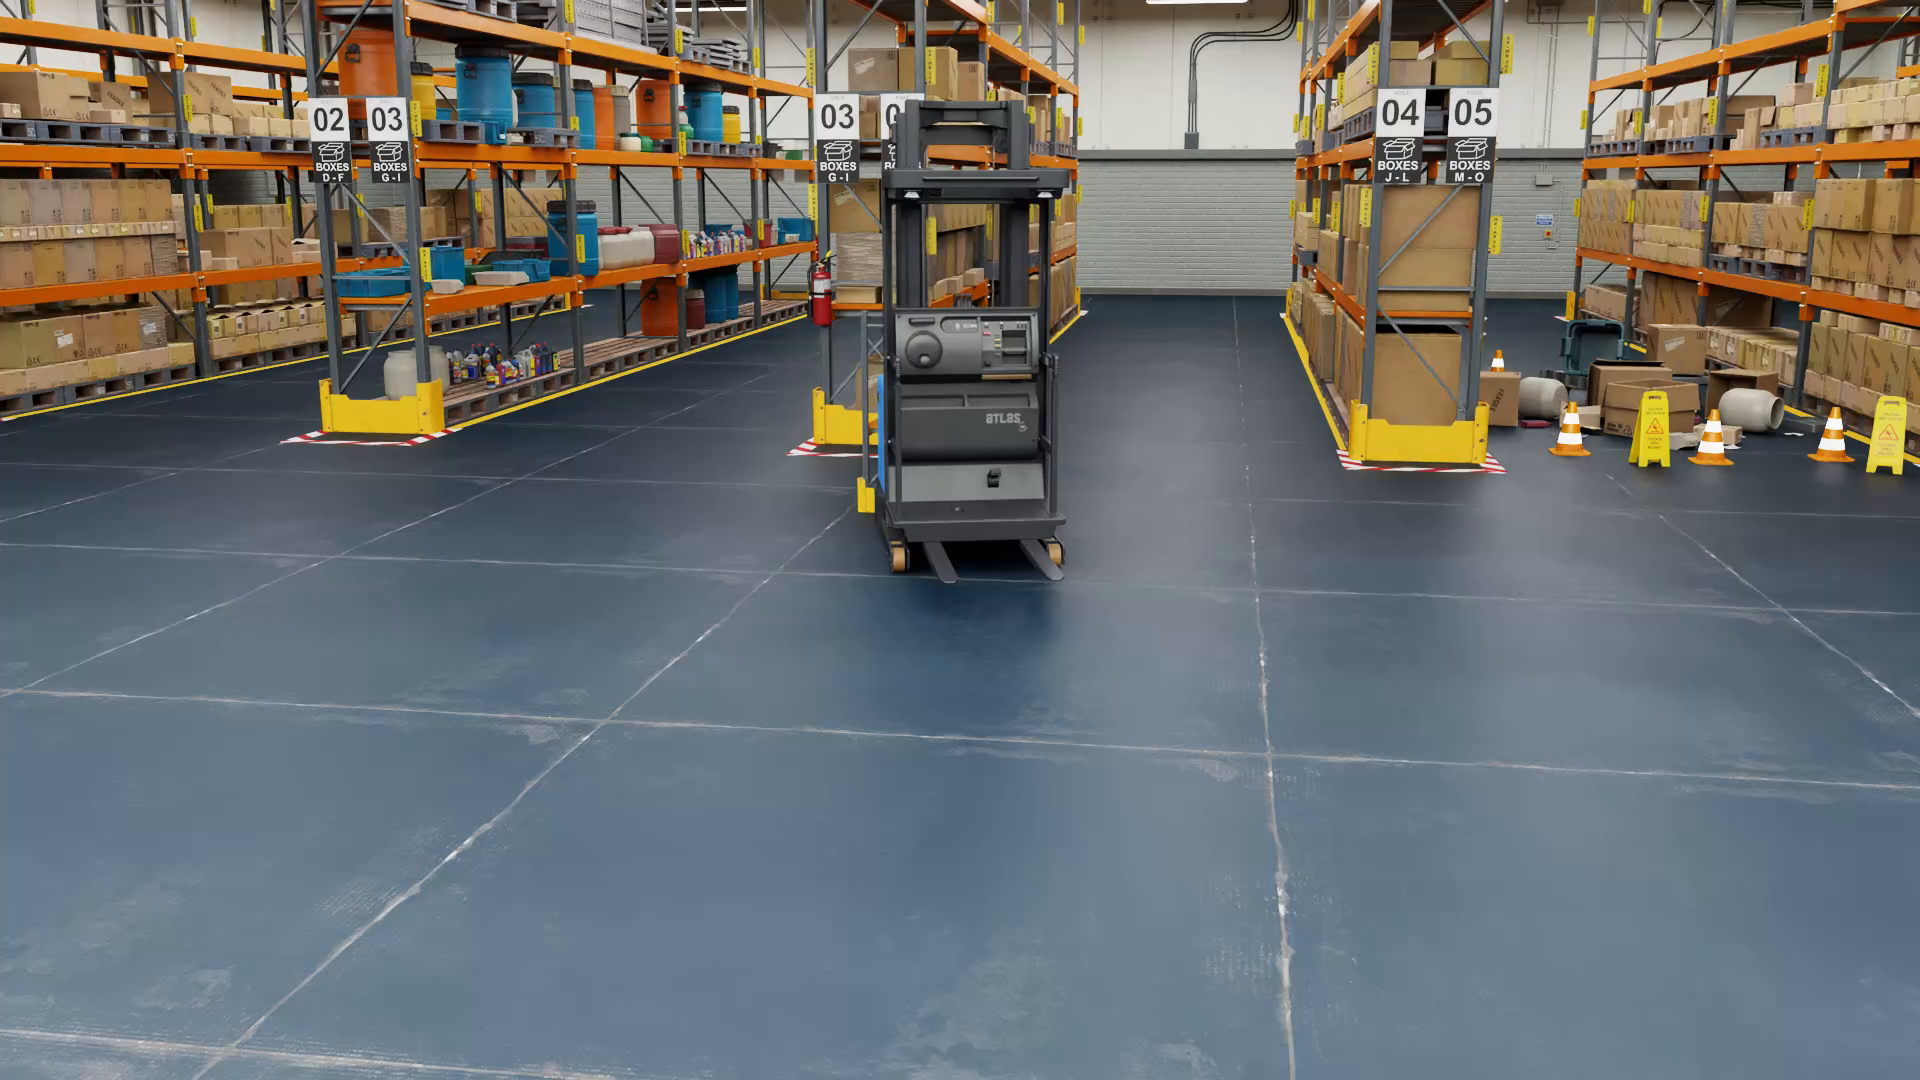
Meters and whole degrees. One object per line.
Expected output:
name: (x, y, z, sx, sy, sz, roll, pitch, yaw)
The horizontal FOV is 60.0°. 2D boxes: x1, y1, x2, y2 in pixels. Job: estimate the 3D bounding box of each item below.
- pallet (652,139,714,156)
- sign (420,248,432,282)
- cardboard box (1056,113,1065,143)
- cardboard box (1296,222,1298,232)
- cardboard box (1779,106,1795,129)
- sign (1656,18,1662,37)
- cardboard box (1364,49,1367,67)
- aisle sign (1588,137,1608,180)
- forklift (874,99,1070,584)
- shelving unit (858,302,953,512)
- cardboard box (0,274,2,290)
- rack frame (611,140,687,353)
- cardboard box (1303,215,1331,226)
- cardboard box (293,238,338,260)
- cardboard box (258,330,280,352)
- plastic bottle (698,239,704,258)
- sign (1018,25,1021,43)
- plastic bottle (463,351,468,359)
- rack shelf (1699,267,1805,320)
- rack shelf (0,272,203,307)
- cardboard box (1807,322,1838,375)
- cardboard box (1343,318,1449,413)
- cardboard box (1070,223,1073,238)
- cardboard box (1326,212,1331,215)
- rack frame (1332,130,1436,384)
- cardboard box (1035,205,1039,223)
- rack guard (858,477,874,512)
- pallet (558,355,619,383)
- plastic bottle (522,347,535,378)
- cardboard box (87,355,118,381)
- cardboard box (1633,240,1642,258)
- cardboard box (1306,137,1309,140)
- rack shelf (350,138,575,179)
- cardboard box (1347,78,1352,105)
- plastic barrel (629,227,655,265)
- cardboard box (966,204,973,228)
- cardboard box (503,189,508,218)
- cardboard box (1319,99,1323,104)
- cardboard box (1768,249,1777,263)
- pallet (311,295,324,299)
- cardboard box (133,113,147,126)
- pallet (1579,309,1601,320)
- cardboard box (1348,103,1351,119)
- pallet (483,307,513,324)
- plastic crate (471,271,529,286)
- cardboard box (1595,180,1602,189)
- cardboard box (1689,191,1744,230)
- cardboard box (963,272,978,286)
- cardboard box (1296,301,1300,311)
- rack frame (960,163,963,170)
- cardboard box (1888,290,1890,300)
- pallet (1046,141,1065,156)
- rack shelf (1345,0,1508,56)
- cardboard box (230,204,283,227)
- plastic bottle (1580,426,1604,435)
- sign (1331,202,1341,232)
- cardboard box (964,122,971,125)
pallet: (-4.254, -5.735, 24.315, 1.003, 0.211, 1.213, 2, 12, 9)
sign: (-5.156, -2.657, 16.043, 0.100, 0.325, 0.005, 2, 12, 9)
cardboard box: (1.409, -7.028, 28.392, 0.700, 0.500, 0.500, 2, 12, 11)
cardboard box: (5.373, -4.803, 25.552, 0.380, 0.149, 0.250, 2, 12, 8)
cardboard box: (9.711, -4.827, 19.011, 0.500, 0.250, 0.500, 2, 12, 9)
sign: (11.982, -8.797, 28.546, 0.100, 0.325, 0.005, 2, 12, 9)
cardboard box: (3.915, -4.426, 15.258, 0.380, 0.149, 0.250, 2, 12, 10)
aisle sign: (11.172, -6.684, 29.219, 0.394, 0.787, 0.004, 2, 12, 9)
forklift: (0.073, -1.301, 10.574, 1.130, 2.935, 3.031, -1, 12, -6)
shelving unit: (-0.367, -1.043, 12.775, 0.587, 1.500, 1.083, 3, 12, 12)
cardboard box: (-10.508, -2.847, 17.346, 0.700, 0.500, 0.500, 2, 12, 9)
rack frame: (-4.469, -4.205, 23.887, 1.000, 3.000, 0.127, 2, 12, 9)
cardboard box: (5.052, -4.516, 23.515, 0.380, 0.149, 0.250, 2, 12, 10)
cardboard box: (-9.462, -4.249, 24.300, 0.500, 0.311, 0.500, 3, 12, 12)
cardboard box: (-9.514, -2.685, 22.364, 0.500, 0.250, 0.500, 1, 12, 7)
plastic bottle: (-3.910, -4.399, 25.061, 0.061, 0.283, 0.133, 2, 12, 9)
sign: (1.108, -9.196, 30.212, 0.100, 0.325, 0.005, 2, 12, 9)
plastic bottle: (-5.714, -2.033, 19.210, 0.061, 0.283, 0.133, 2, 12, 11)
rack shelf: (9.910, -2.956, 19.796, 1.077, 0.370, 4.000, 2, 12, 9)
rack shelf: (-10.285, -2.766, 18.915, 1.077, 0.370, 4.000, 2, 12, 9)
cardboard box: (9.245, -2.005, 17.426, 0.500, 0.500, 0.500, 2, 12, 11)
cardboard box: (4.253, -1.691, 16.266, 0.875, 0.875, 0.875, 2, 12, 8)
cardboard box: (1.765, -5.567, 29.856, 0.500, 0.250, 0.500, 2, 12, 8)
cardboard box: (5.721, -5.000, 26.630, 0.500, 0.500, 0.500, 2, 12, 9)
rack frame: (4.696, -3.030, 18.435, 1.000, 3.000, 0.127, 2, 12, 9)
cardboard box: (0.834, -5.141, 25.610, 0.797, 0.503, 0.637, 2, 12, 9)
rack guard: (-0.475, -0.330, 12.431, 0.587, 0.250, 0.087, 3, 12, 12)
pallet: (-5.001, -2.174, 21.081, 1.003, 0.211, 1.213, 2, 12, 9)
plastic bottle: (-4.977, -2.042, 19.093, 0.144, 0.351, 0.185, 2, 12, 8)
cardboard box: (-10.058, -1.979, 19.086, 0.500, 0.250, 0.500, 2, 12, 9)
cardboard box: (10.504, -4.400, 25.147, 0.500, 0.250, 0.500, 2, 12, 7)
cardboard box: (5.746, -6.438, 26.294, 0.500, 0.250, 0.500, 1, 12, 6)
rack shelf: (-5.391, -4.071, 17.851, 1.077, 0.370, 4.000, 2, 12, 9)
cardboard box: (4.268, -4.625, 17.131, 0.500, 0.250, 0.500, 2, 12, 8)
plastic barrel: (-4.416, -4.039, 22.849, 0.421, 0.512, 0.421, 0, 12, 0)
cardboard box: (-0.140, -3.585, 17.689, 0.500, 0.500, 0.500, 2, 12, 9)
cardboard box: (-8.318, -5.933, 29.294, 0.500, 0.500, 0.500, 1, 12, 7)
cardboard box: (5.294, -6.114, 23.567, 0.396, 0.266, 0.258, 2, 12, 9)
cardboard box: (9.507, -3.252, 19.062, 0.380, 0.149, 0.250, 2, 12, 9)
pallet: (-13.073, -4.660, 32.613, 1.003, 0.211, 1.213, 2, 12, 9)
cardboard box: (-13.908, -6.792, 27.486, 0.700, 0.500, 0.500, 2, 12, 8)
pallet: (11.402, -3.857, 28.889, 1.003, 0.211, 1.213, 2, 12, 9)
cardboard box: (4.187, -4.405, 17.057, 0.380, 0.149, 0.250, 2, 12, 8)
pallet: (-8.641, -3.979, 29.456, 1.003, 0.211, 1.213, 2, 12, 9)
plastic crate: (-5.083, -2.898, 18.444, 0.530, 0.136, 0.437, 2, 12, 9)
cardboard box: (10.974, -6.016, 28.140, 0.380, 0.149, 0.250, 1, 12, 7)
cardboard box: (10.039, -4.378, 22.075, 0.500, 0.500, 0.500, 2, 12, 7)
cardboard box: (-0.006, -2.878, 18.322, 0.380, 0.149, 0.250, 2, 12, 9)
cardboard box: (5.714, -3.842, 27.264, 0.380, 0.149, 0.250, 1, 12, 7)
rack frame: (0.425, -4.045, 23.142, 1.000, 3.000, 0.127, 2, 12, 9)
cardboard box: (9.088, -2.338, 15.818, 0.380, 0.149, 0.250, 2, 12, 9)
pallet: (1.177, -6.470, 27.488, 1.003, 0.211, 1.213, 2, 12, 9)
rack shelf: (4.388, -5.000, 15.989, 1.077, 0.370, 4.000, 2, 12, 9)
cardboard box: (-13.323, -5.922, 31.139, 0.980, 0.700, 0.700, 1, 12, 6)
plastic bottle: (6.202, -1.083, 16.373, 0.133, 0.061, 0.283, -2, 12, -11)
sign: (4.158, -3.573, 18.394, 0.100, 0.325, 0.005, 2, 12, 9)
cardboard box: (-0.166, -4.287, 17.503, 0.500, 0.250, 0.500, 2, 12, 8)
